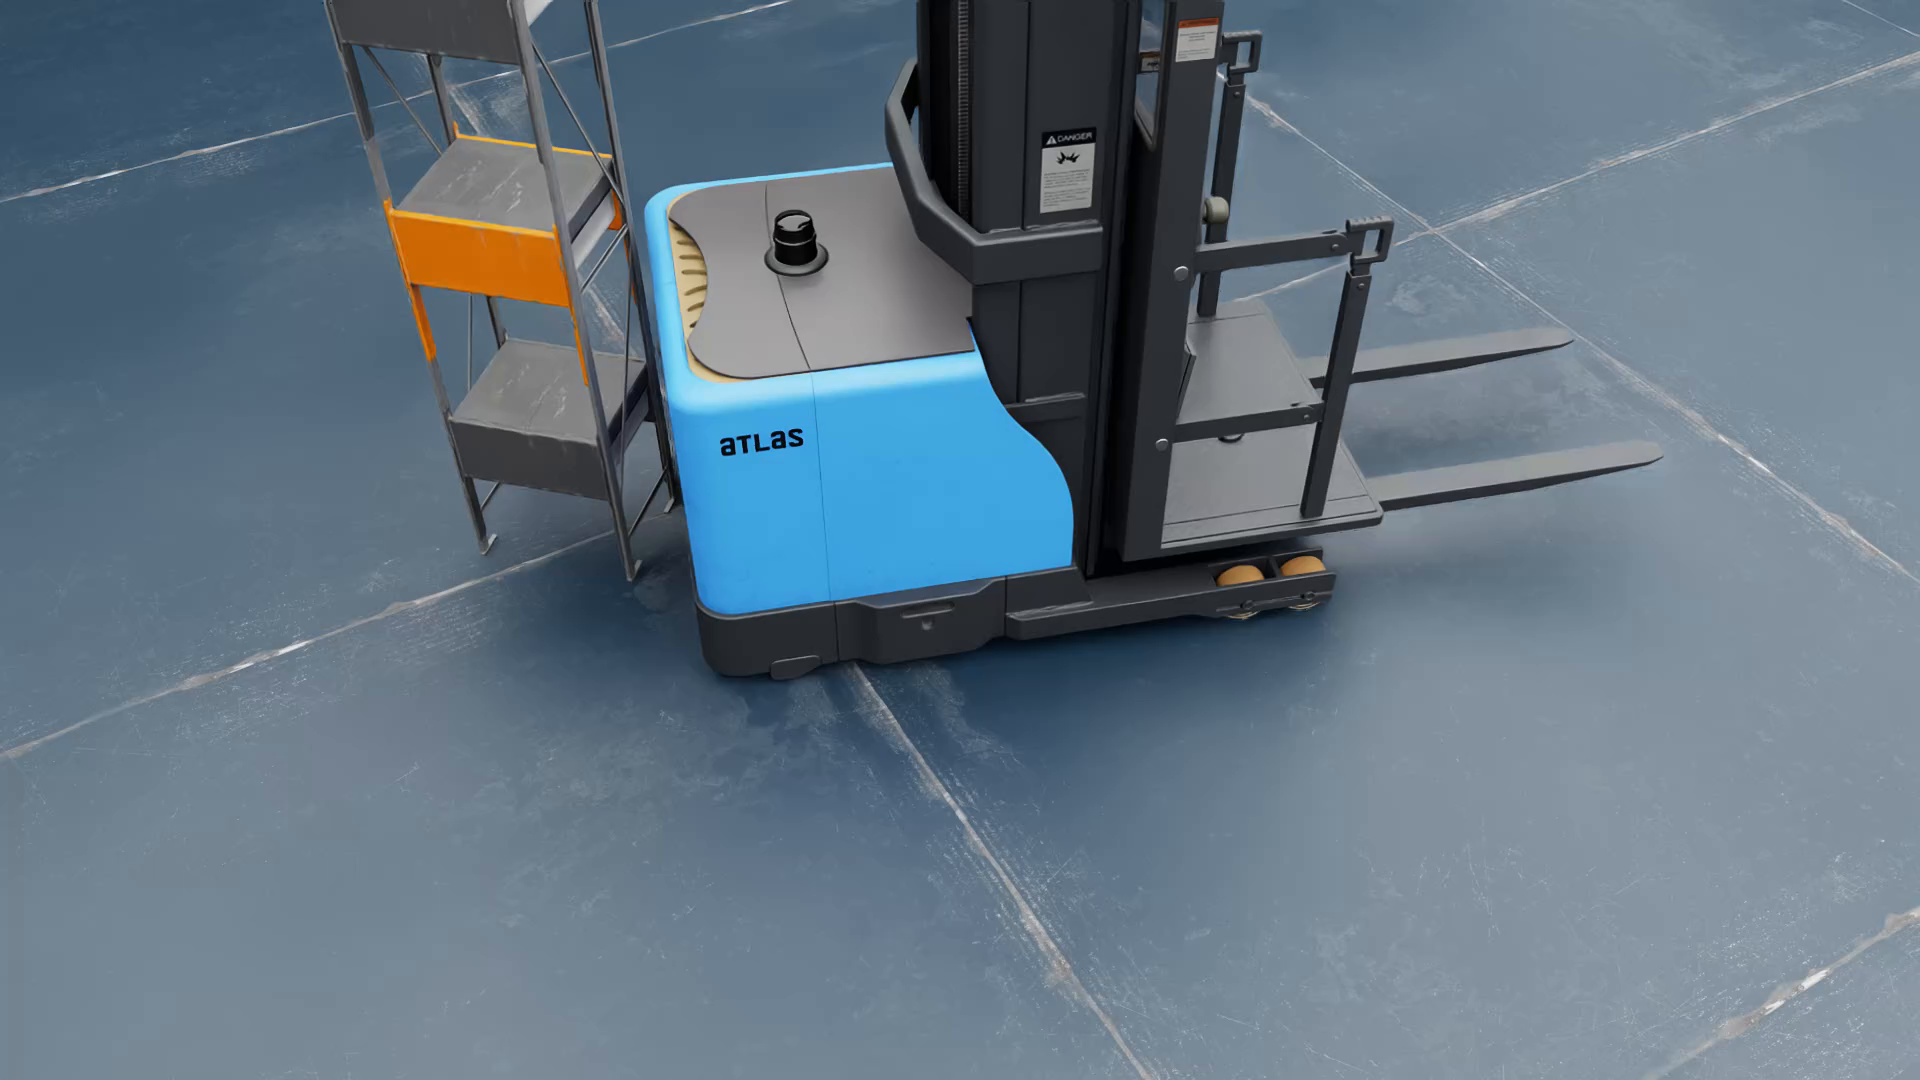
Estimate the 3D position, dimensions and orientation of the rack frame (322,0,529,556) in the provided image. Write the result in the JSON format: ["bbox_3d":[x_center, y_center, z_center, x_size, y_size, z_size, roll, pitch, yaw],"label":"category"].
[{"bbox_3d":[-1.444,-0.836,4.603,0.015,2.100,0.400,10,45,10],"label":"rack frame"}]

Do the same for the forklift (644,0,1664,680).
[{"bbox_3d":[0.656,-1.169,4.350,3.031,2.935,1.130,-8,45,-8],"label":"forklift"}]

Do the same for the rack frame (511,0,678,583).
[{"bbox_3d":[-0.970,-0.756,4.520,0.015,2.100,0.400,10,45,10],"label":"rack frame"}]

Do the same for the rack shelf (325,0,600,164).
[{"bbox_3d":[-1.208,-1.286,4.081,0.480,0.518,0.431,10,45,10],"label":"rack shelf"}]

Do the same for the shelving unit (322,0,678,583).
[{"bbox_3d":[-1.207,-0.796,4.561,0.503,2.100,0.431,10,45,10],"label":"shelving unit"}]

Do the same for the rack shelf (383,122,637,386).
[{"bbox_3d":[-1.207,-0.787,4.571,0.480,0.518,0.431,10,45,10],"label":"rack shelf"}]

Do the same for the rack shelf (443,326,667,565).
[{"bbox_3d":[-1.206,-0.287,5.061,0.480,0.518,0.431,10,45,10],"label":"rack shelf"}]
